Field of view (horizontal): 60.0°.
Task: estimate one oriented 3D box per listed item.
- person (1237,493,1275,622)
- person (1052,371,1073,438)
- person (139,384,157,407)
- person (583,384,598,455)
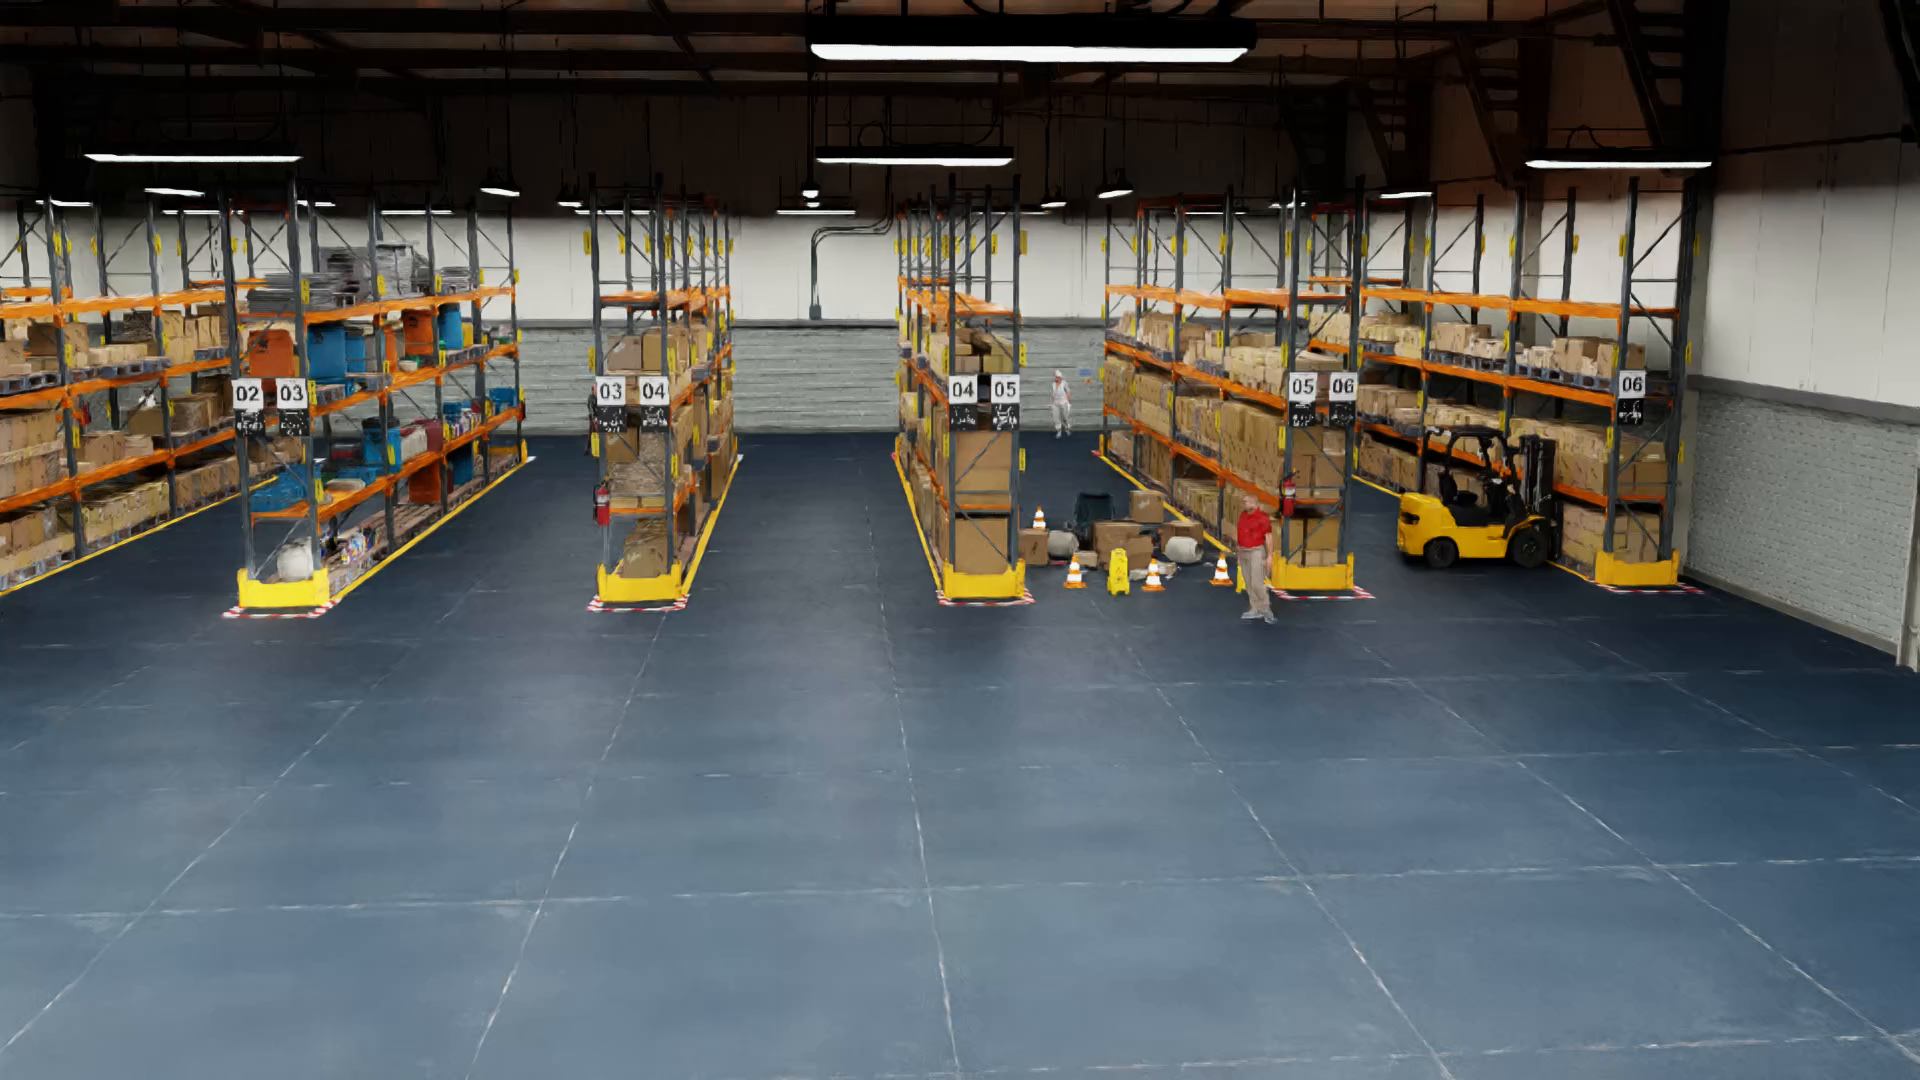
[{"bbox_3d":[3.989,0.219,22.450,0.425,1.721,0.645,-7,12,-36],"label":"person"},{"bbox_3d":[2.697,-3.592,43.967,0.580,1.774,0.571,6,12,30],"label":"person"},{"bbox_3d":[-19.766,-2.972,40.664,0.558,1.672,0.700,7,12,33],"label":"person"},{"bbox_3d":[-8.865,-2.928,40.332,0.441,1.723,0.685,5,11,25],"label":"person"}]
